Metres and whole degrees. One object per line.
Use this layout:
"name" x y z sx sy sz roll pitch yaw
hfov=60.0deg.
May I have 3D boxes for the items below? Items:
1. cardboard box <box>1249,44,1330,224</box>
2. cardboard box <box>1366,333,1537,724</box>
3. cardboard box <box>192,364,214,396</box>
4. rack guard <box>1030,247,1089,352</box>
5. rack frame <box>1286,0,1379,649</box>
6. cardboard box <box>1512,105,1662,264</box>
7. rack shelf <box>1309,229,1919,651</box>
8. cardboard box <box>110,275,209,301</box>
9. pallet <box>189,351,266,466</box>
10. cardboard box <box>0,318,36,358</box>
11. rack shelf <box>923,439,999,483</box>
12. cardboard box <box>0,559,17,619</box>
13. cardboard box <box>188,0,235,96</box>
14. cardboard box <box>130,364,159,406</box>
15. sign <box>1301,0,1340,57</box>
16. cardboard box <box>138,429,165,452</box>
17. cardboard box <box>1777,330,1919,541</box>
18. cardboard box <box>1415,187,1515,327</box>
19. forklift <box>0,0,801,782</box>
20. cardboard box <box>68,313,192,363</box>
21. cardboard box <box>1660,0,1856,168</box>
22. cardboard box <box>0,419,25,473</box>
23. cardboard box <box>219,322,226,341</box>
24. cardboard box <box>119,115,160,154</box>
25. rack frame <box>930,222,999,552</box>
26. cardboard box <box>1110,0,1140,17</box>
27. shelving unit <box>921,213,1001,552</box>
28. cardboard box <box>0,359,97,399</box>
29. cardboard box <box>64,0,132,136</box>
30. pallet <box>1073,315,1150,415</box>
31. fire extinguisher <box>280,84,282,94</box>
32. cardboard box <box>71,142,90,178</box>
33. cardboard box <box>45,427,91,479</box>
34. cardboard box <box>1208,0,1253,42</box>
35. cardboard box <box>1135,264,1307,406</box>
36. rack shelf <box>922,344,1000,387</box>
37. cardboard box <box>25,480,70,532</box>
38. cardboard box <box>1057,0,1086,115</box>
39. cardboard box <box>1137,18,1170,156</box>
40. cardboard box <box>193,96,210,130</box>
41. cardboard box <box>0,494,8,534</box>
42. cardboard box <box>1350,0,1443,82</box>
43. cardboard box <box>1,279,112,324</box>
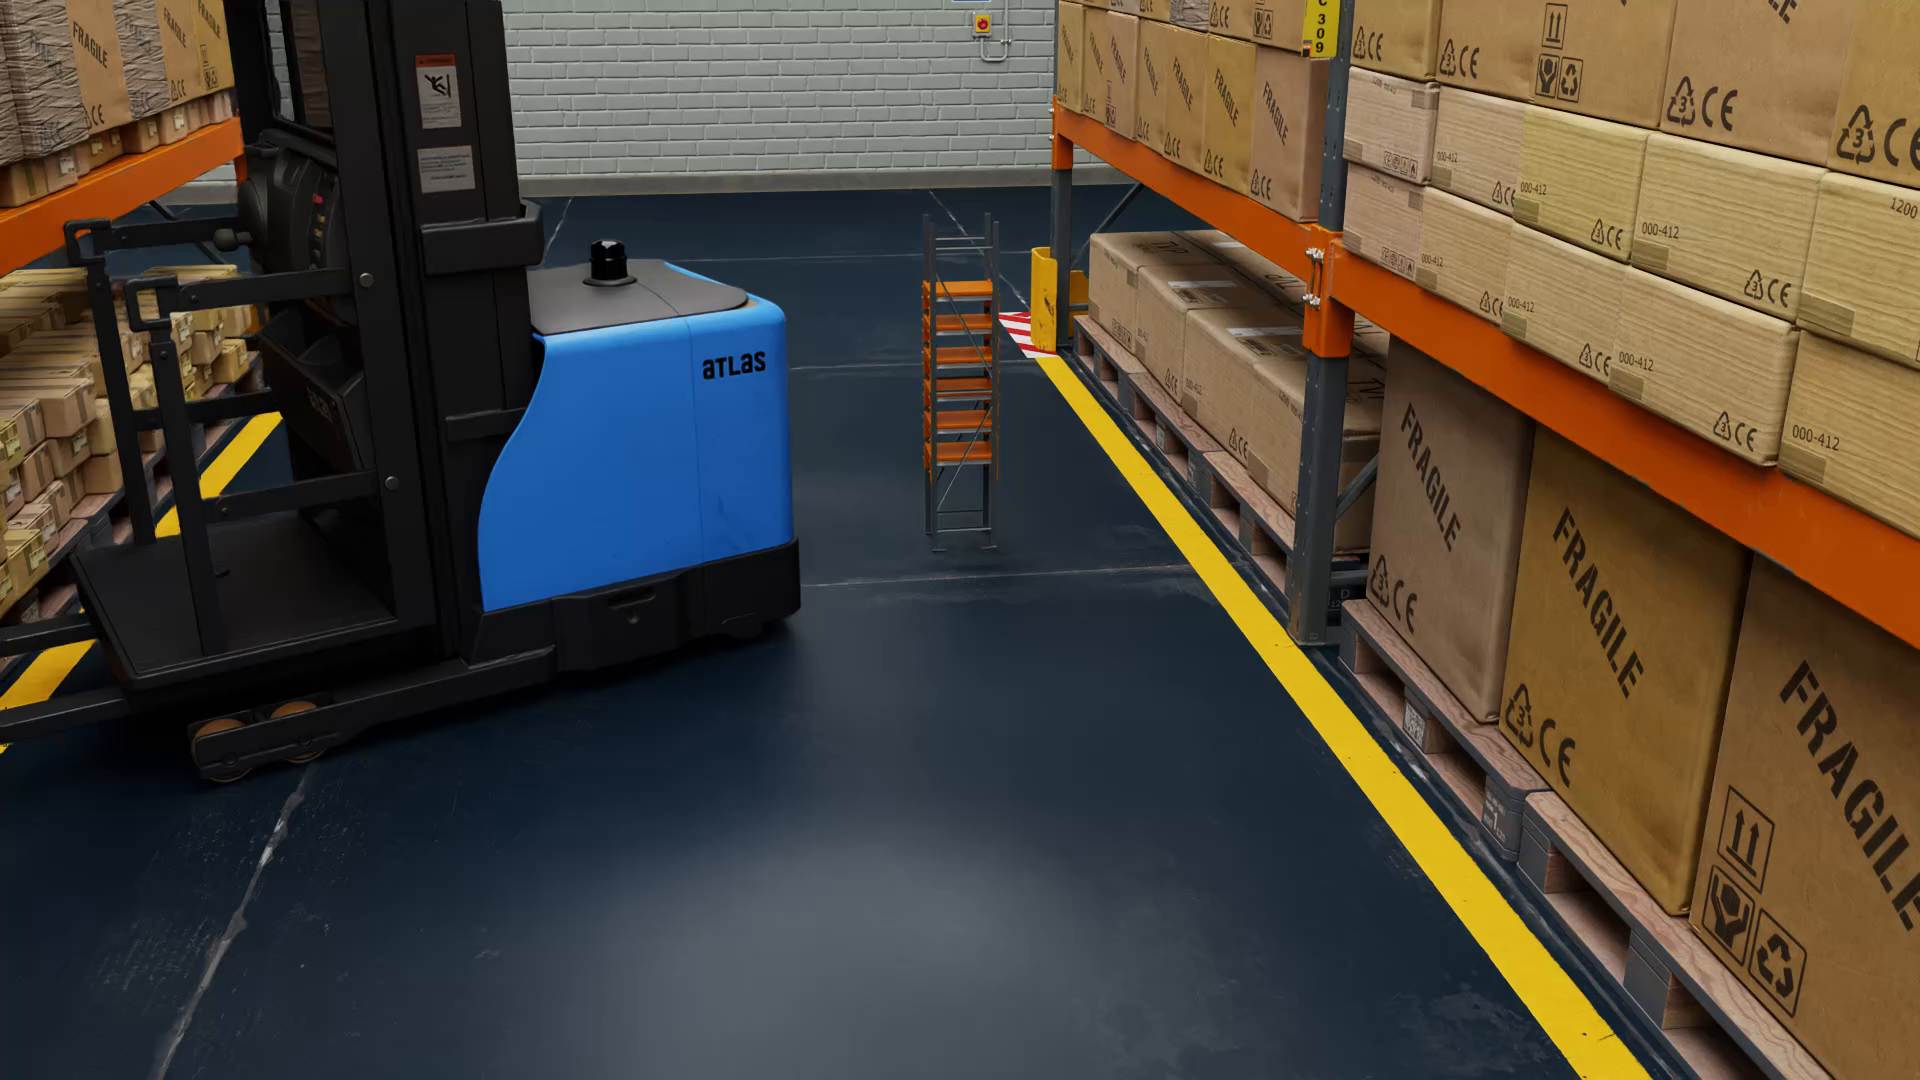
"cardboard box" 1.243 -1.299 5.265 0.500 0.500 0.500 -3 21 -7
"cardboard box" 1.732 -0.096 4.621 0.875 0.875 0.875 -2 21 -6
"cardboard box" -3.525 -0.715 7.317 0.380 0.149 0.250 -3 21 -8
"rack guard" 0.983 -1.327 9.055 1.175 0.500 0.348 -3 21 -8
"rack frame" 1.563 -1.105 4.887 1.000 3.000 0.127 -3 21 -8
"cardboard box" 1.497 -0.747 3.429 0.500 0.250 0.500 -3 21 -7
"rack shelf" 1.852 -0.075 3.159 1.077 0.370 4.000 -3 21 -8
"cardboard box" -3.591 -1.085 7.457 0.380 0.149 0.250 -3 21 -7
"pallet" -3.804 -0.589 7.493 1.003 0.211 1.213 -3 21 -8
"cardboard box" -3.941 -0.785 6.655 0.380 0.149 0.250 -2 21 -6
"rack shelf" 0.002 -0.291 6.092 0.258 0.103 0.180 -3 21 -8
"cardboard box" -3.055 0.176 4.931 0.380 0.149 0.250 -4 21 -10
"cardboard box" -3.578 -2.249 7.382 0.500 0.500 0.500 -2 21 -7
"cardboard box" -3.356 -0.589 6.556 0.380 0.149 0.250 -2 21 -5
"sign" 1.014 -1.519 4.645 0.100 0.325 0.005 -3 21 -8
"cardboard box" -3.358 -0.449 6.606 0.380 0.149 0.250 -3 21 -7
"cardboard box" 1.664 -0.163 2.579 0.500 0.250 0.500 -3 21 -8
"cardboard box" 1.442 -0.690 3.990 0.500 0.250 0.500 -3 21 -9
"forklift" -2.025 -0.932 4.522 3.031 2.935 1.130 -13 24 -32
"cardboard box" -3.359 -0.818 6.744 0.380 0.149 0.250 -2 21 -6
"cardboard box" 1.594 -0.926 2.836 0.500 0.500 0.500 -3 21 -9
"cardboard box" -3.231 -0.273 5.285 0.380 0.149 0.250 -3 21 -9
"cardboard box" -3.554 -0.944 7.506 0.380 0.149 0.250 -3 21 -9
"cardboard box" -3.452 -1.635 6.665 0.380 0.149 0.250 -4 21 -10
"rack frame" 0.015 -0.525 5.908 0.240 1.200 0.006 -3 21 -8
"cardboard box" 0.937 -2.468 6.965 0.500 0.500 0.500 -3 21 -8
"shelving unit" 0.002 -0.557 5.993 0.258 1.200 0.189 -3 21 -8
"cardboard box" -3.368 -0.545 6.012 0.380 0.149 0.250 -4 21 -10
"cardboard box" -3.364 -1.722 5.971 0.500 0.500 0.500 -2 21 -5
"pallet" 1.179 -0.910 8.352 1.003 0.211 1.213 -3 21 -8
"fire extinguisher" -3.477 -2.105 8.208 0.296 0.674 0.183 -3 21 -8
"cardboard box" -3.360 -1.361 5.932 0.380 0.149 0.250 -2 21 -6
"cardboard box" -3.305 -0.318 5.830 0.380 0.149 0.250 -2 21 -5
"cardboard box" 1.157 -1.946 5.566 0.500 0.500 0.500 -3 21 -9
"cardboard box" 1.321 -0.946 7.524 0.875 0.438 0.875 -2 21 -6
"rack shelf" 0.002 -0.628 5.966 0.258 0.103 0.180 -3 21 -8
"cardboard box" -3.267 -0.085 5.630 0.380 0.149 0.250 -3 21 -9
"cardboard box" 0.772 -2.356 8.094 0.500 0.500 0.500 -3 21 -8
"cardboard box" 1.016 -1.833 6.693 0.500 0.500 0.500 -2 21 -6
"cardboard box" -3.572 -1.901 7.377 0.380 0.149 0.250 -3 21 -8
"cardboard box" -3.181 -0.045 5.100 0.380 0.149 0.250 -3 21 -7
"cardboard box" 1.342 -1.453 4.248 0.500 0.500 0.500 -3 21 -7
"cardboard box" -3.999 -1.057 7.383 0.380 0.149 0.250 -3 21 -7
